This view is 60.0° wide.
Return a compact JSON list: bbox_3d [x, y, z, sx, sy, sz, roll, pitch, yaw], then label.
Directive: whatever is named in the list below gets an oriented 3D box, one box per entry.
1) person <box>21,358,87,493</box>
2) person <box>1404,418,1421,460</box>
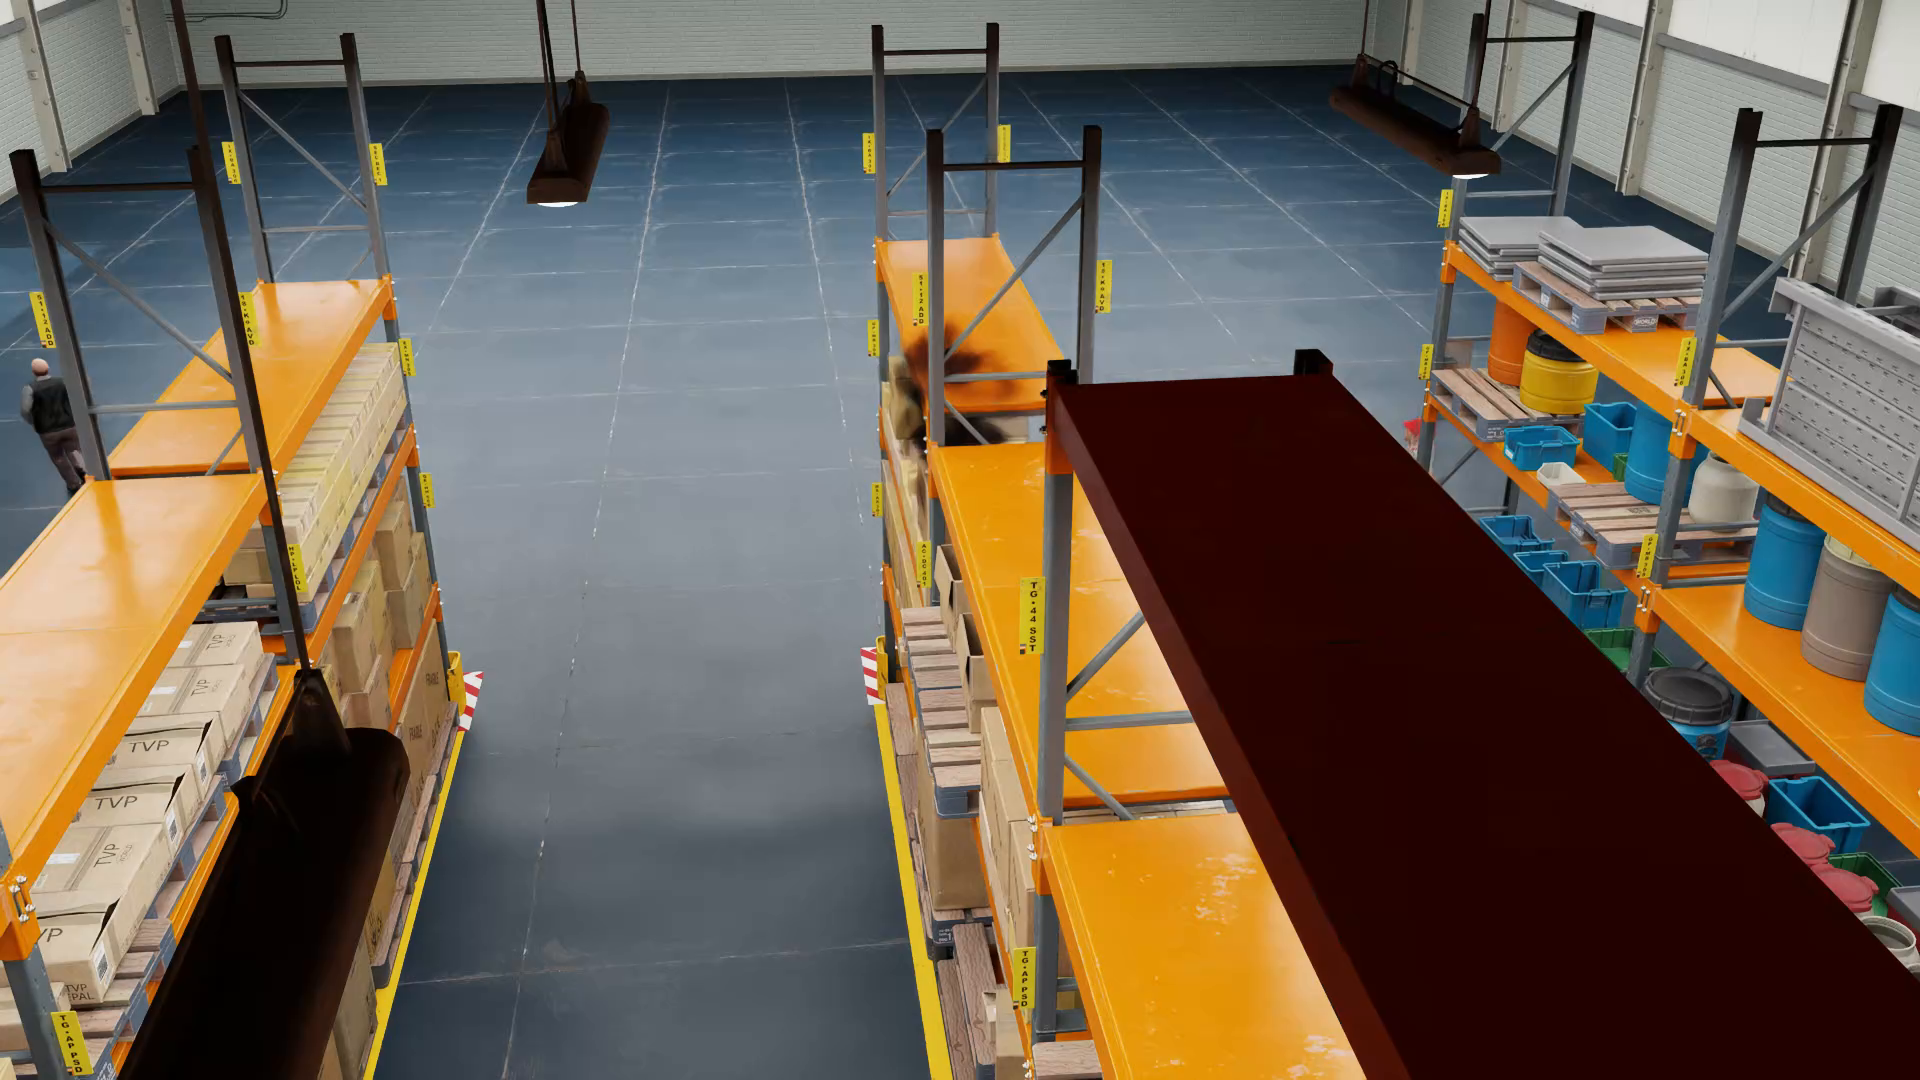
[{"bbox_3d":[-10.437,-1.270,19.246,0.681,1.693,0.680,-23,34,-40],"label":"person"},{"bbox_3d":[4.672,-0.423,17.295,0.981,1.789,0.662,14,29,28],"label":"person"}]
